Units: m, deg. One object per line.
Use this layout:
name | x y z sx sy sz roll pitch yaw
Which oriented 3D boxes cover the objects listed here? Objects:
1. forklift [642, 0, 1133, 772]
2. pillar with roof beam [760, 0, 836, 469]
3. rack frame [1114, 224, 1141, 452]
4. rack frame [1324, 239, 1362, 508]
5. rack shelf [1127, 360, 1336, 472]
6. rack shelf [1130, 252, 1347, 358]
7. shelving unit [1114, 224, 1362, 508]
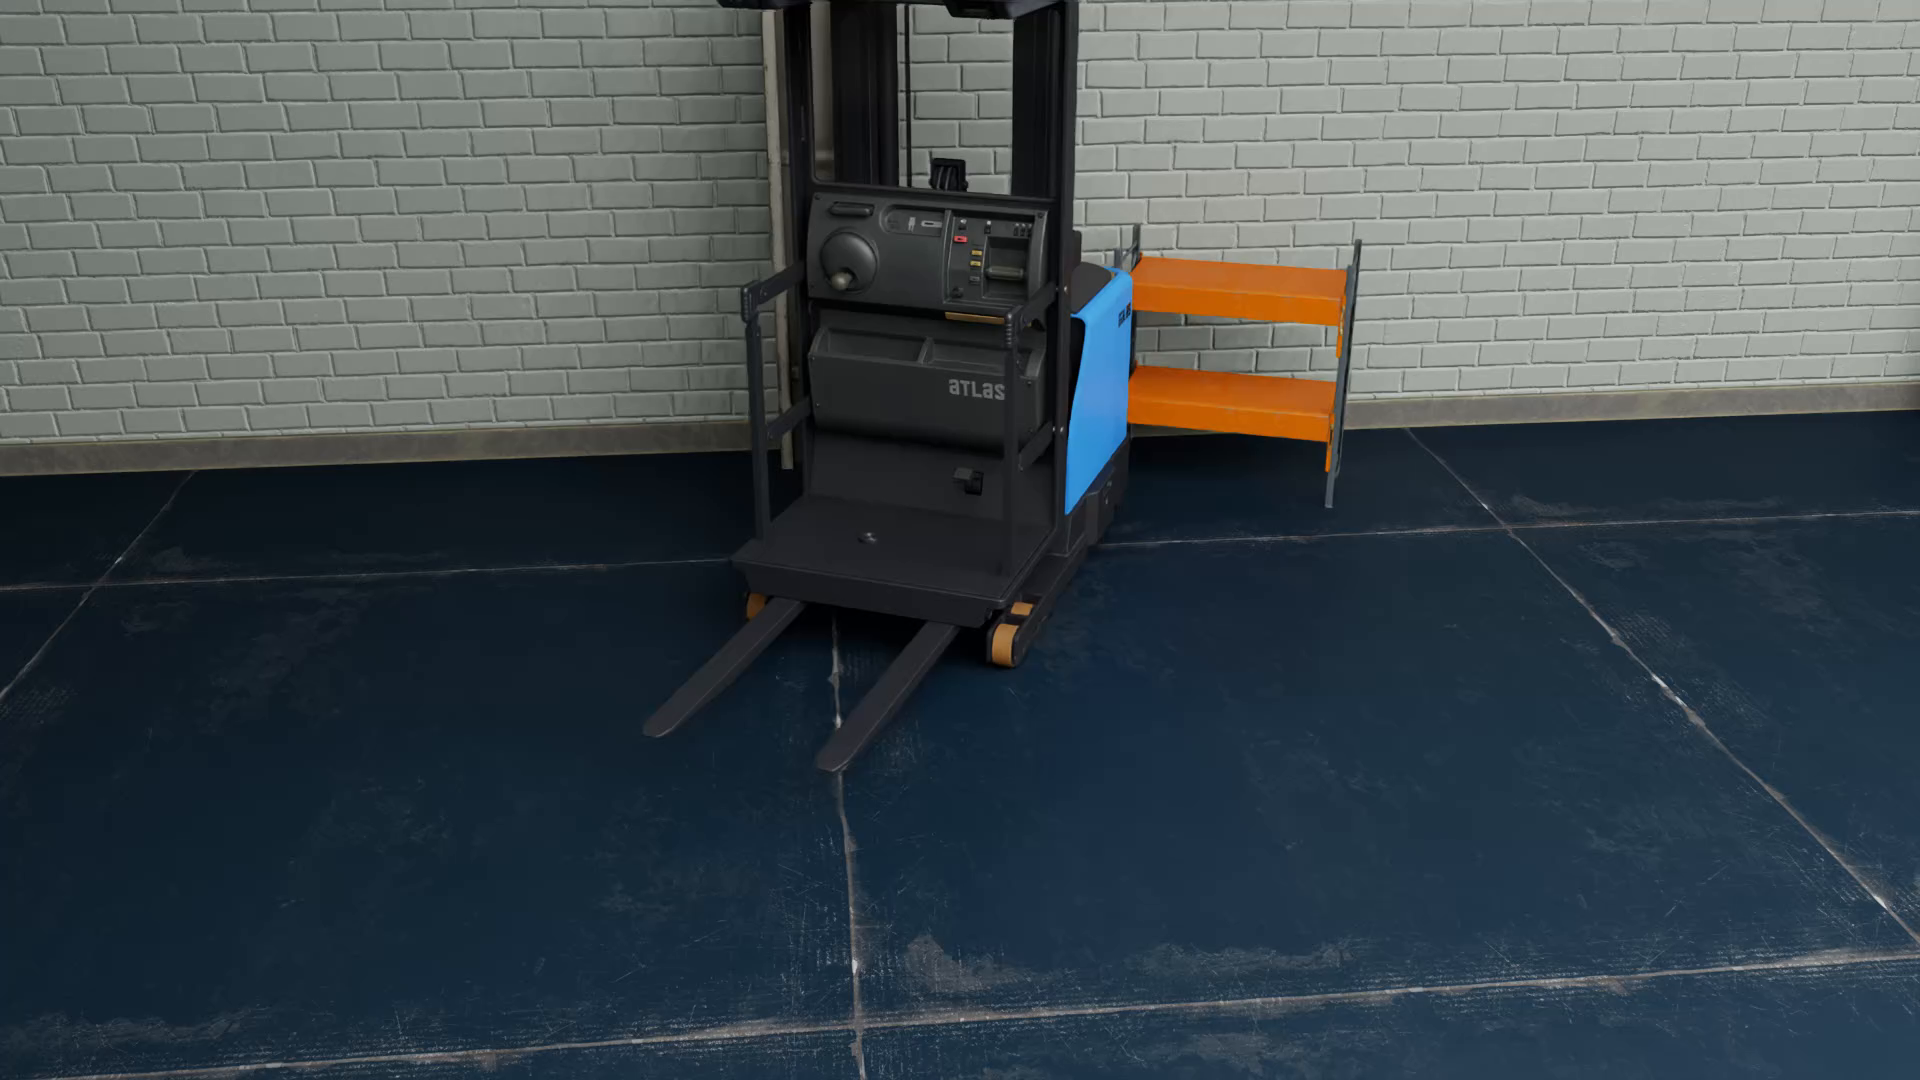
forklift | -0.199 -1.051 6.006 1.130 2.935 3.031 8 25 18
pillar with roof beam | -0.254 -2.784 2.434 0.400 9.000 9.100 -2 24 -5
rack frame | 0.768 -0.872 7.827 0.032 1.125 0.500 7 25 15
rack frame | 1.745 -0.757 7.569 0.032 1.125 0.500 7 25 15
rack shelf | 1.257 -0.591 7.797 1.000 0.278 0.538 7 25 15
rack shelf | 1.257 -1.082 7.579 1.000 0.278 0.538 7 25 15
shelving unit | 1.257 -0.815 7.698 1.048 1.125 0.538 7 25 15
